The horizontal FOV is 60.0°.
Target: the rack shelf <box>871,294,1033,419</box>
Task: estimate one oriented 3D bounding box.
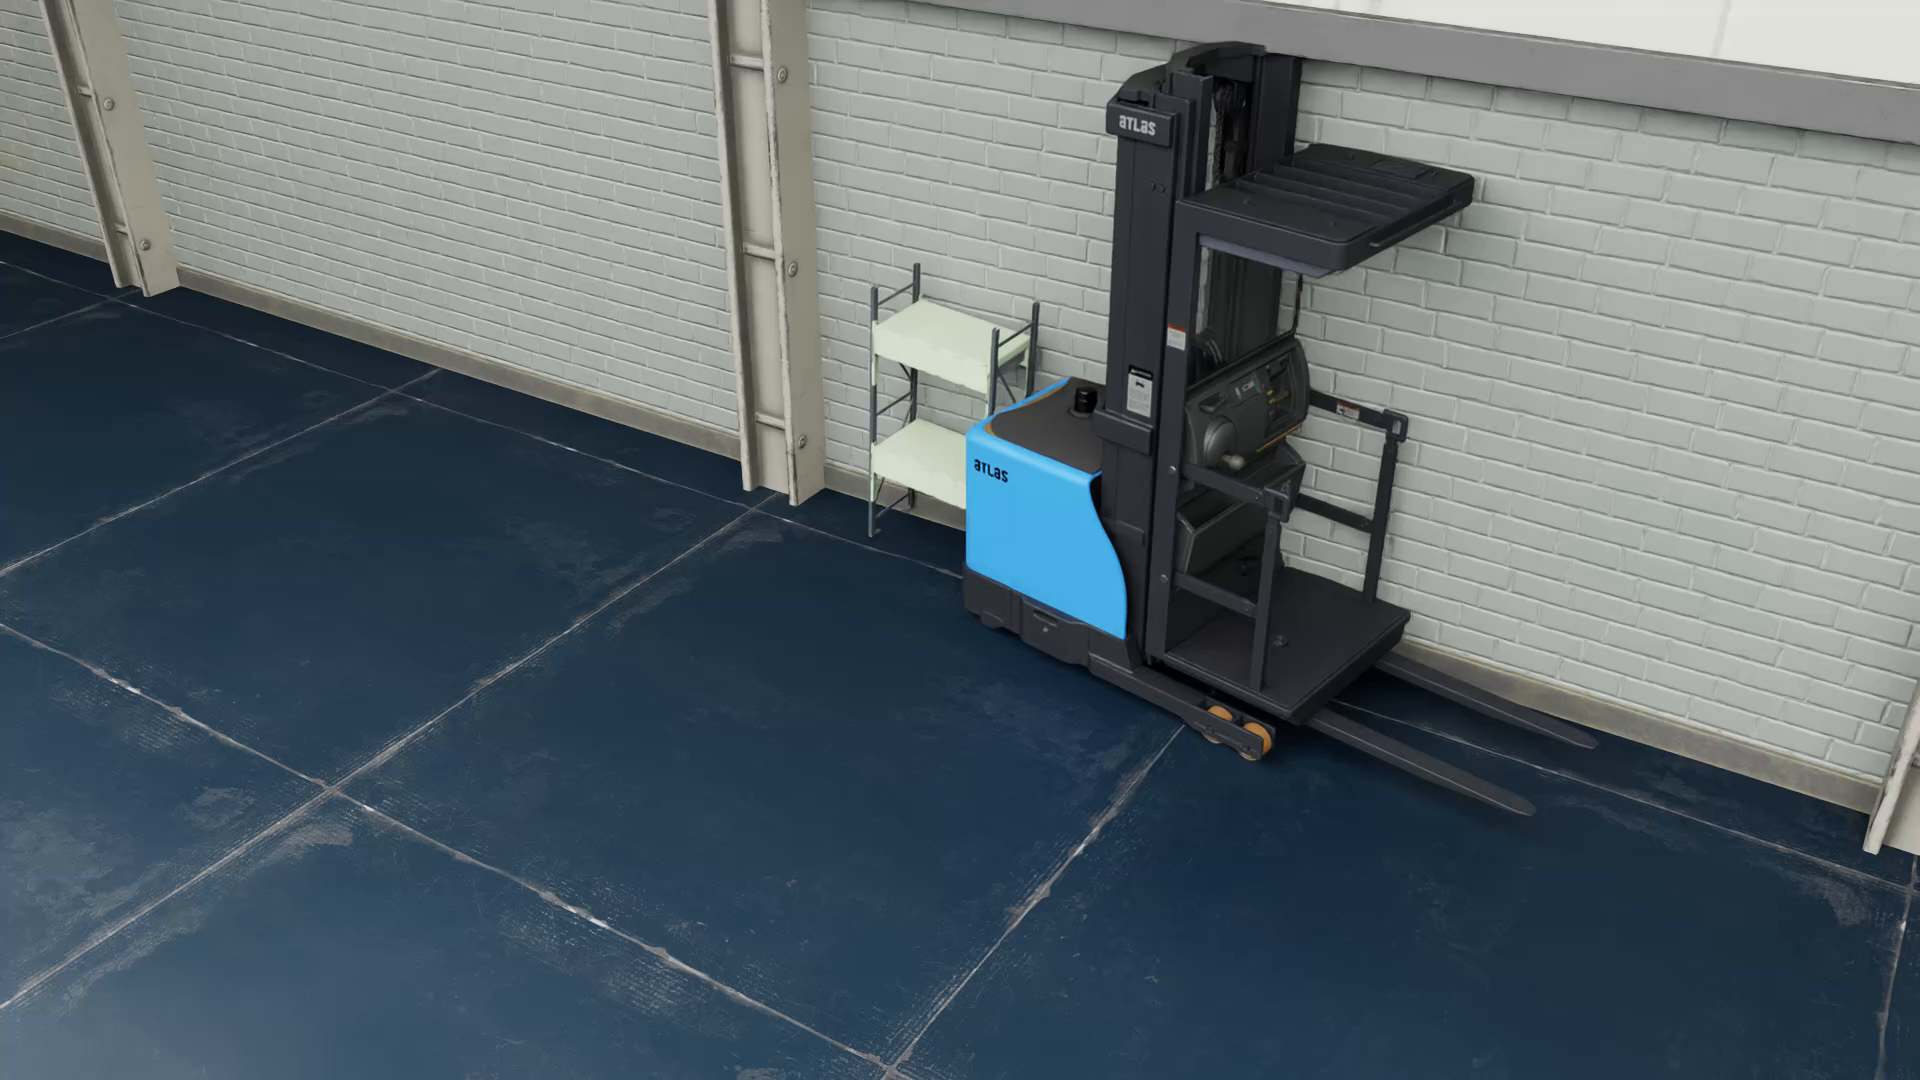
[{"bbox_3d":[-0.039,-0.925,8.513,0.720,0.370,0.431,23,39,27],"label":"rack shelf"}]

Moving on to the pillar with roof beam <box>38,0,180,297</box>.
[{"bbox_3d":[-8.398,-3.969,7.124,0.400,9.000,9.100,18,35,27],"label":"pillar with roof beam"}]

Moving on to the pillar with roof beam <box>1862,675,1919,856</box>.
[{"bbox_3d":[1.766,-0.755,1.613,0.400,9.000,9.100,18,35,27],"label":"pillar with roof beam"}]

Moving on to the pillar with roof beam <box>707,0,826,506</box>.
[{"bbox_3d":[-3.316,-2.362,4.369,0.400,9.000,9.100,18,35,27],"label":"pillar with roof beam"}]

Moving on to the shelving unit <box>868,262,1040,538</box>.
[{"bbox_3d":[-0.054,-0.601,8.731,0.755,1.500,0.431,23,39,27],"label":"shelving unit"}]

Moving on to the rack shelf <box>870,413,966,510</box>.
[{"bbox_3d":[-0.066,-0.331,8.913,0.720,0.370,0.431,23,39,27],"label":"rack shelf"}]

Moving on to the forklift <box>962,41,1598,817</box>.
[{"bbox_3d":[1.448,-0.567,7.314,3.031,2.935,1.130,24,38,35],"label":"forklift"}]

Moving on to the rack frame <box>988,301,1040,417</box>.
[{"bbox_3d":[0.248,-0.476,8.565,0.023,1.500,0.400,23,39,27],"label":"rack frame"}]

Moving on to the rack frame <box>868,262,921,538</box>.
[{"bbox_3d":[-0.355,-0.727,8.897,0.023,1.500,0.400,23,39,27],"label":"rack frame"}]
